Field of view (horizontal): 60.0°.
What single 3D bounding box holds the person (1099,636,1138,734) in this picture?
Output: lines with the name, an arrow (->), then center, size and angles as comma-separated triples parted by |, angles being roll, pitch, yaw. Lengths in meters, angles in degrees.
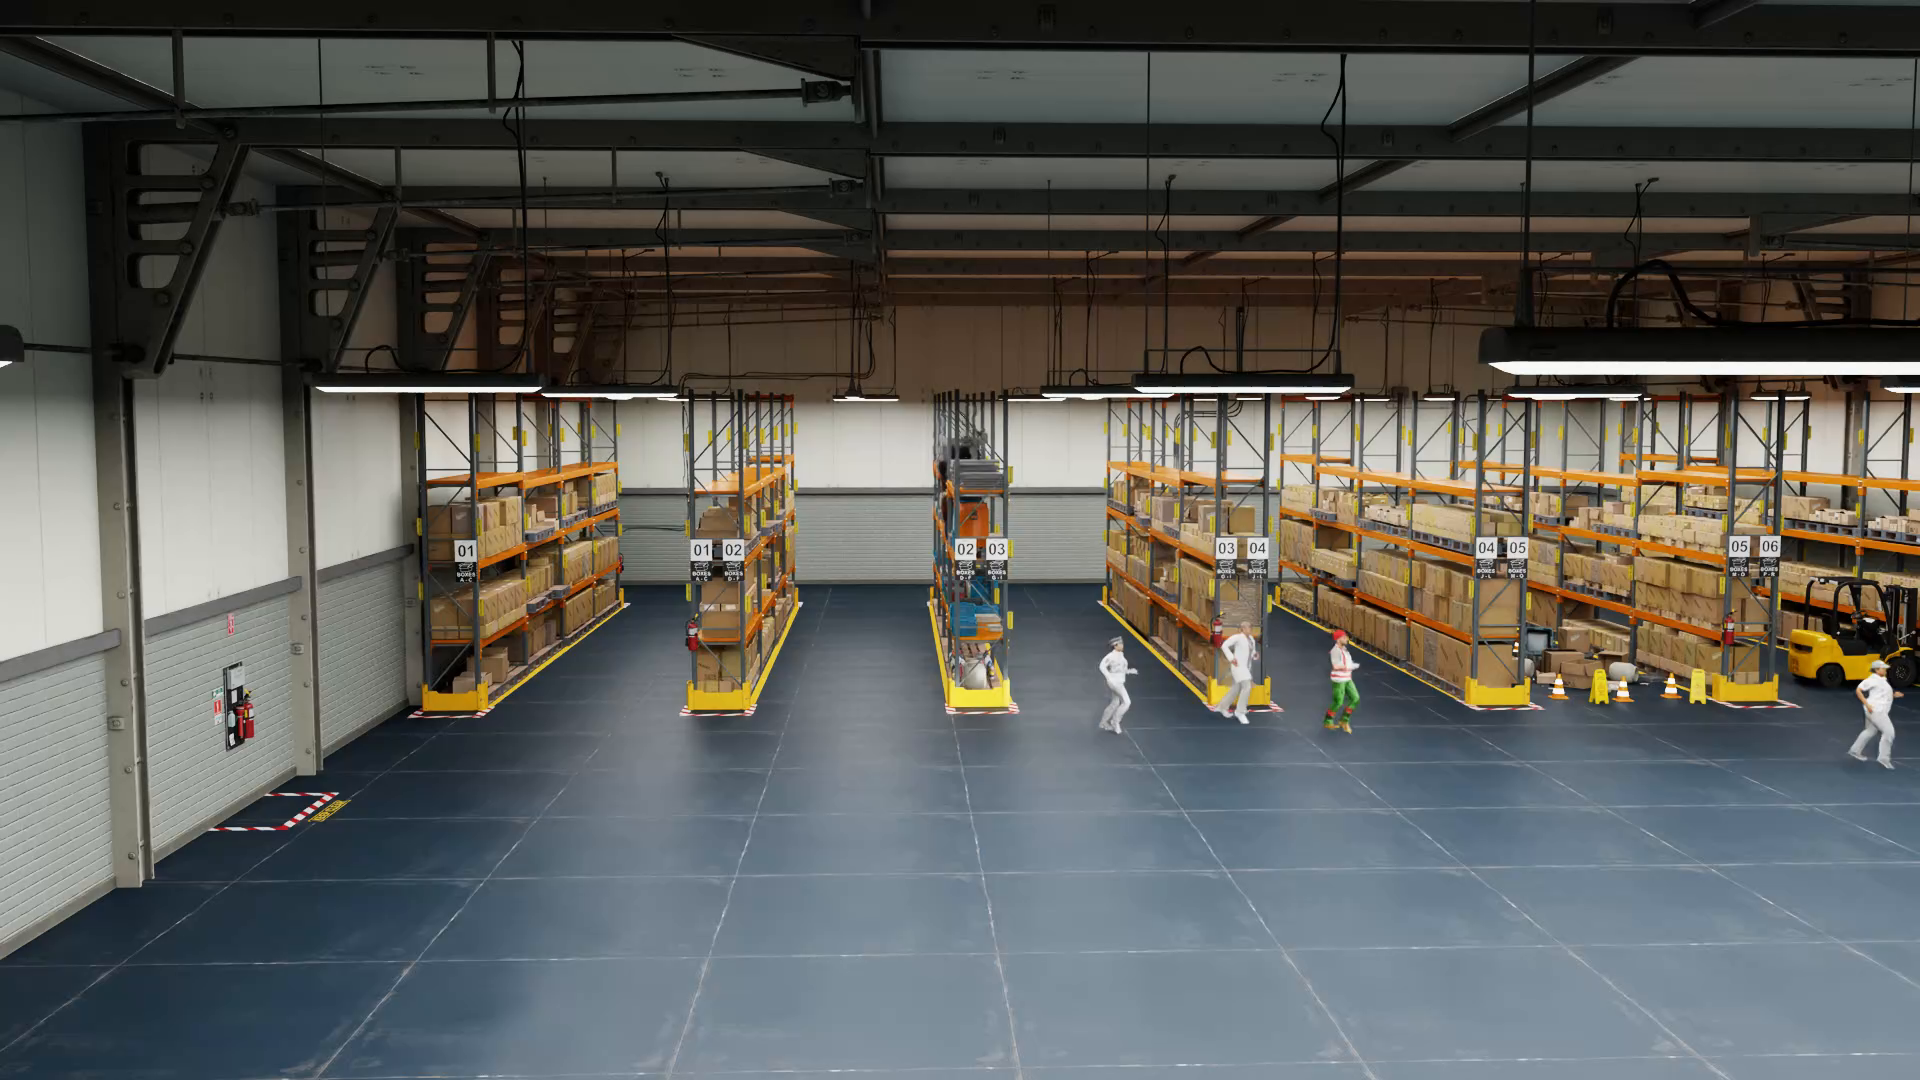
person -> 2.748, 2.528, 28.996 | 0.691, 1.707, 0.587 | 2, 5, 22

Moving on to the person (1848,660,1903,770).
person -> 14.474, 2.755, 26.288 | 0.755, 1.730, 0.577 | 4, 6, 37

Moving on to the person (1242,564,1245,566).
person -> 7.903, 0.996, 47.392 | 0.759, 1.787, 0.653 | 2, 5, 23

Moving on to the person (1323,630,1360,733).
person -> 6.677, 2.474, 28.970 | 0.689, 1.820, 0.631 | 4, 6, 38

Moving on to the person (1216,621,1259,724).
person -> 5.080, 2.381, 30.241 | 0.802, 1.834, 0.696 | 4, 6, 37
